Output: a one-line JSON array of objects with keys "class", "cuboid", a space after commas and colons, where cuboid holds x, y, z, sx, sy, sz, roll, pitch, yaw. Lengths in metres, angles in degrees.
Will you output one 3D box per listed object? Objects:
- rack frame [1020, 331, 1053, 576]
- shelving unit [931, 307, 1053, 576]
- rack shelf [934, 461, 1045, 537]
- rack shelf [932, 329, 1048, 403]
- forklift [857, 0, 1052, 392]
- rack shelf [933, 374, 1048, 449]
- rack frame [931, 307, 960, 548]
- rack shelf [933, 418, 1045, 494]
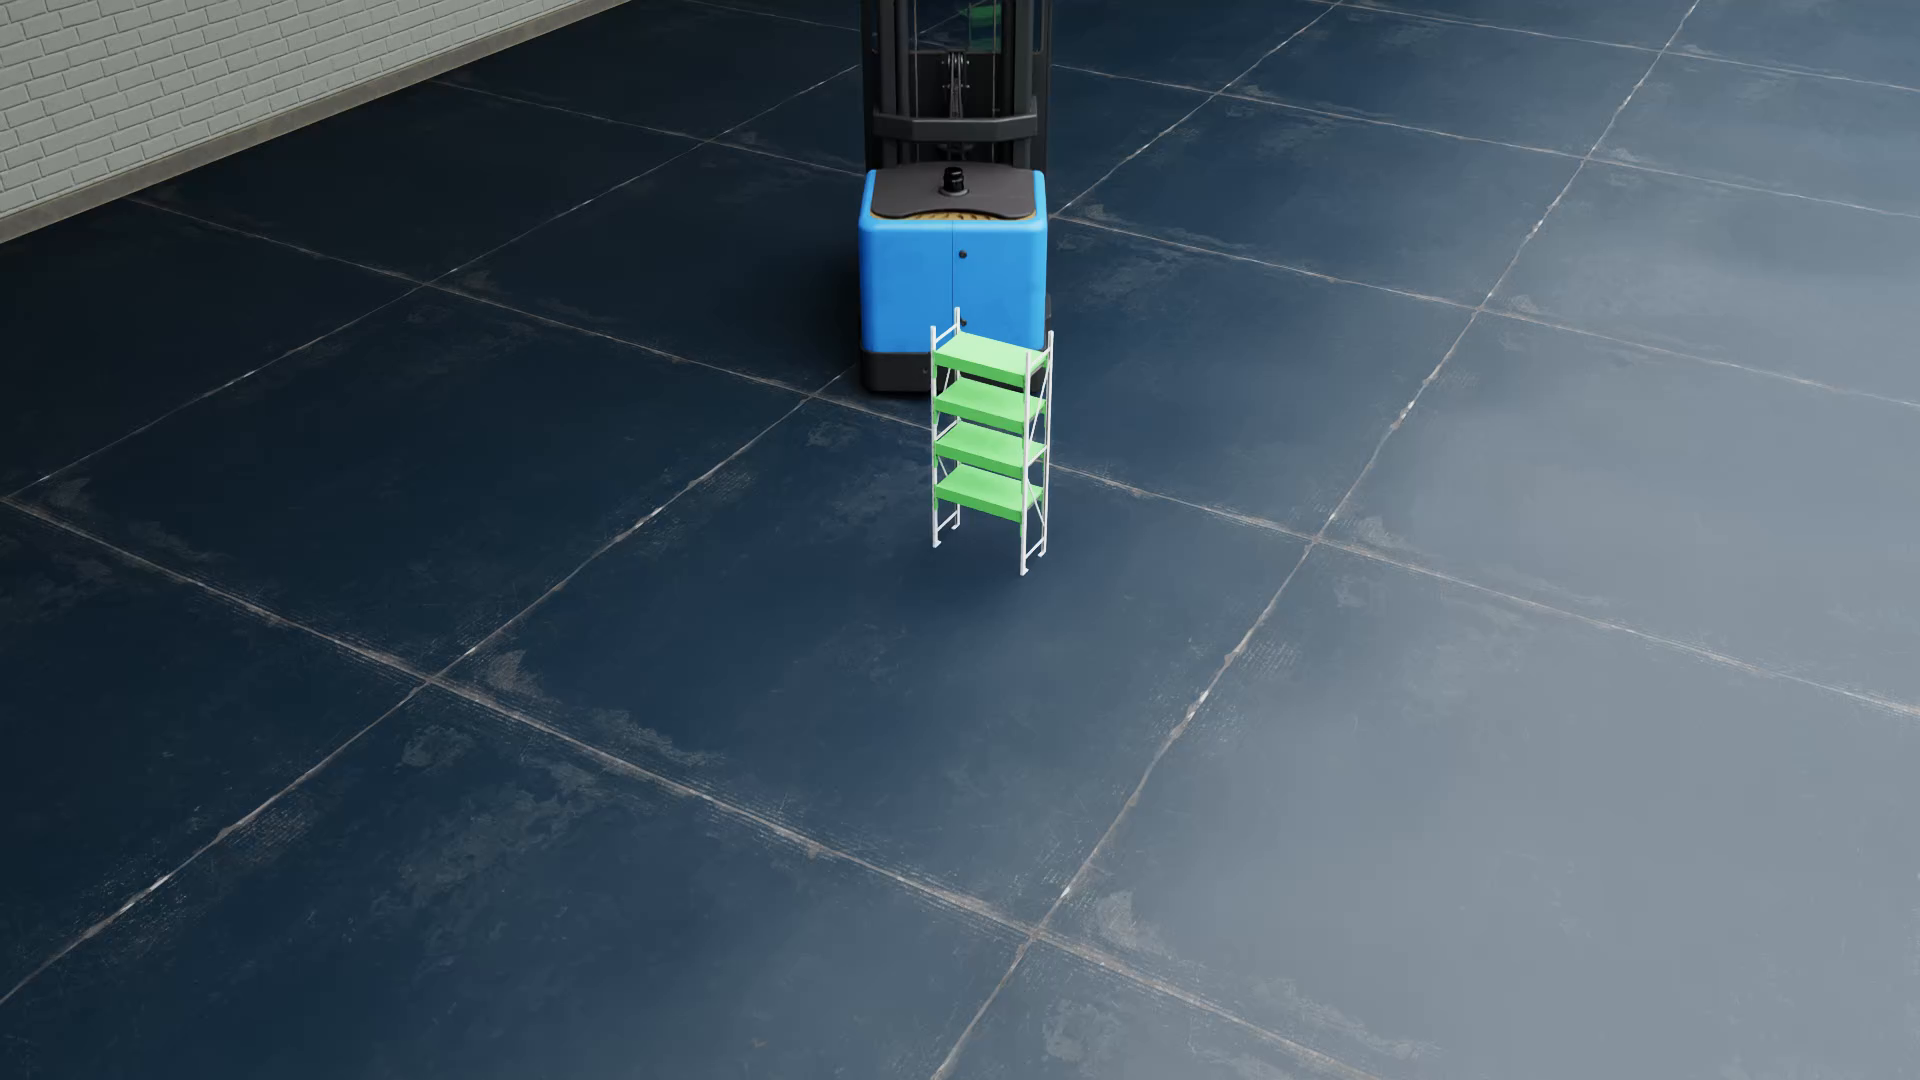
[{"class": "rack frame", "cuboid": [0.356, -0.387, 7.748, 0.015, 1.200, 0.240, 18, 37, 24]}, {"class": "shelving unit", "cuboid": [0.144, -0.454, 7.849, 0.503, 1.200, 0.258, 18, 37, 24]}, {"class": "rack shelf", "cuboid": [0.144, -0.201, 8.018, 0.480, 0.148, 0.258, 18, 37, 24]}, {"class": "rack shelf", "cuboid": [0.144, -0.800, 7.618, 0.480, 0.148, 0.258, 18, 37, 24]}, {"class": "forklift", "cuboid": [-0.017, -2.835, 9.863, 1.130, 2.935, 3.031, 1, 34, 1]}, {"class": "rack shelf", "cuboid": [0.144, -0.600, 7.751, 0.480, 0.148, 0.258, 18, 37, 24]}, {"class": "rack frame", "cuboid": [-0.068, -0.521, 7.950, 0.015, 1.200, 0.240, 18, 37, 24]}, {"class": "rack shelf", "cuboid": [0.144, -0.401, 7.884, 0.480, 0.148, 0.258, 18, 37, 24]}]
